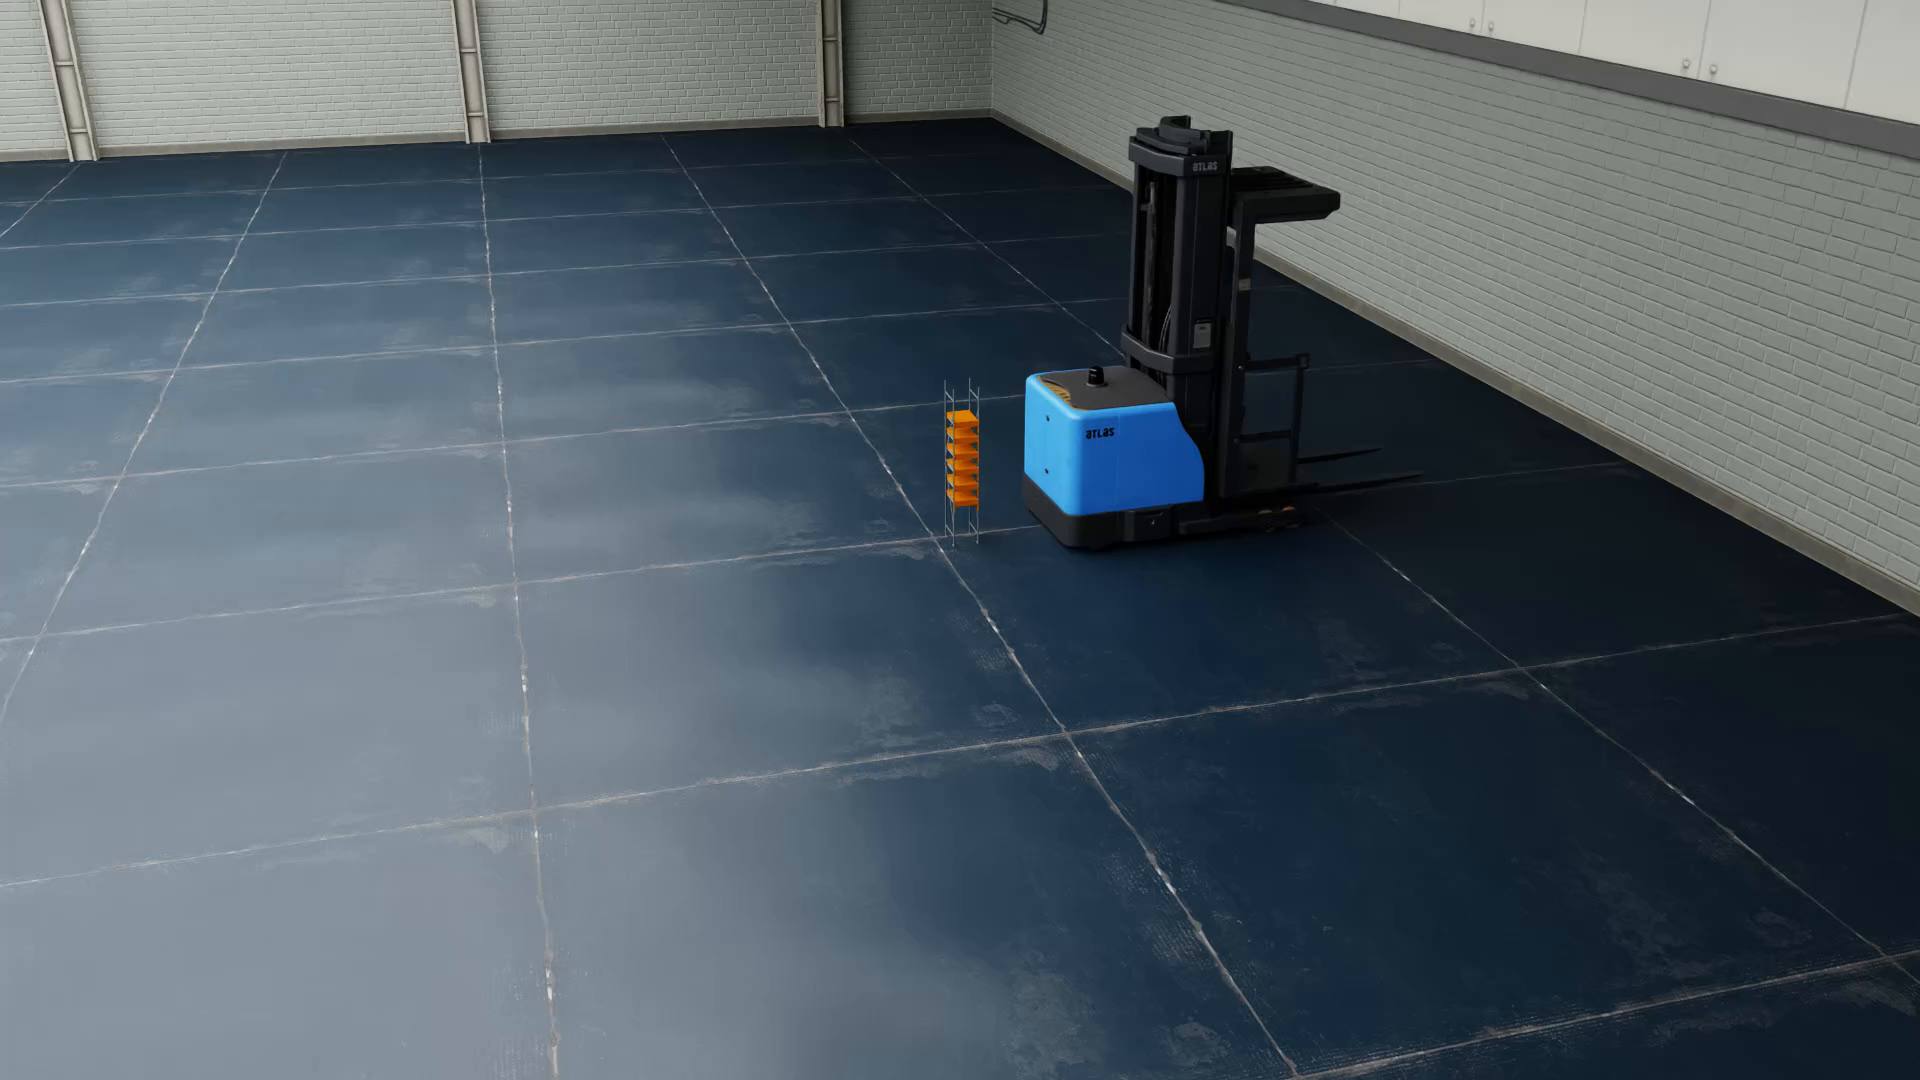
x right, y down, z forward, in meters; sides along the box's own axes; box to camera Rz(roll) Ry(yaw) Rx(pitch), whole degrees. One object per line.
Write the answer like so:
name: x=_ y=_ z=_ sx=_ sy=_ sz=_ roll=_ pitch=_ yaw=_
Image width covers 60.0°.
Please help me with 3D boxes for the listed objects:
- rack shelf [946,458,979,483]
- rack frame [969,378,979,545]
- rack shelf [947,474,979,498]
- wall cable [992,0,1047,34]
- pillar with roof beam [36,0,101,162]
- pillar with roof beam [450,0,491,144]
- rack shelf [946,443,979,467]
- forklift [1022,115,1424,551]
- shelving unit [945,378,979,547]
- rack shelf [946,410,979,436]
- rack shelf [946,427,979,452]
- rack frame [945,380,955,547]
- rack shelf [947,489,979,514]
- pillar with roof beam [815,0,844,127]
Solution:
rack shelf: x=0.014 y=-0.512 z=12.035 sx=0.180 sy=0.103 sz=0.258 roll=-6 pitch=24 yaw=-14
rack frame: x=0.102 y=-0.563 z=12.040 sx=0.006 sy=1.200 sz=0.240 roll=-6 pitch=24 yaw=-14
rack shelf: x=0.014 y=-0.402 z=12.082 sx=0.180 sy=0.103 sz=0.258 roll=-6 pitch=24 yaw=-14
wall cable: x=0.934 y=-9.812 z=27.643 sx=0.112 sy=2.526 sz=3.097 roll=-6 pitch=24 yaw=-14
pillar with roof beam: x=-12.650 y=-8.515 z=20.682 sx=0.400 sy=9.000 sz=9.100 roll=-6 pitch=24 yaw=-14
pillar with roof beam: x=-6.873 y=-9.154 z=22.171 sx=0.400 sy=9.000 sz=9.100 roll=-6 pitch=24 yaw=-14
rack shelf: x=0.014 y=-0.622 z=11.987 sx=0.180 sy=0.103 sz=0.258 roll=-6 pitch=24 yaw=-14
forklift: x=2.051 y=-1.597 z=12.255 sx=3.031 sy=2.935 sz=1.130 roll=-7 pitch=24 yaw=-16
shelving unit: x=0.014 y=-0.553 z=12.017 sx=0.189 sy=1.200 sz=0.258 roll=-6 pitch=24 yaw=-14
rack shelf: x=0.014 y=-0.843 z=11.893 sx=0.180 sy=0.103 sz=0.258 roll=-6 pitch=24 yaw=-14
rack shelf: x=0.014 y=-0.733 z=11.940 sx=0.180 sy=0.103 sz=0.258 roll=-6 pitch=24 yaw=-14
rack frame: x=-0.074 y=-0.543 z=11.994 sx=0.006 sy=1.200 sz=0.240 roll=-6 pitch=24 yaw=-14
rack shelf: x=0.014 y=-0.292 z=12.129 sx=0.180 sy=0.103 sz=0.258 roll=-6 pitch=24 yaw=-14
pillar with roof beam: x=-1.096 y=-9.793 z=23.661 sx=0.400 sy=9.000 sz=9.100 roll=-6 pitch=24 yaw=-14
